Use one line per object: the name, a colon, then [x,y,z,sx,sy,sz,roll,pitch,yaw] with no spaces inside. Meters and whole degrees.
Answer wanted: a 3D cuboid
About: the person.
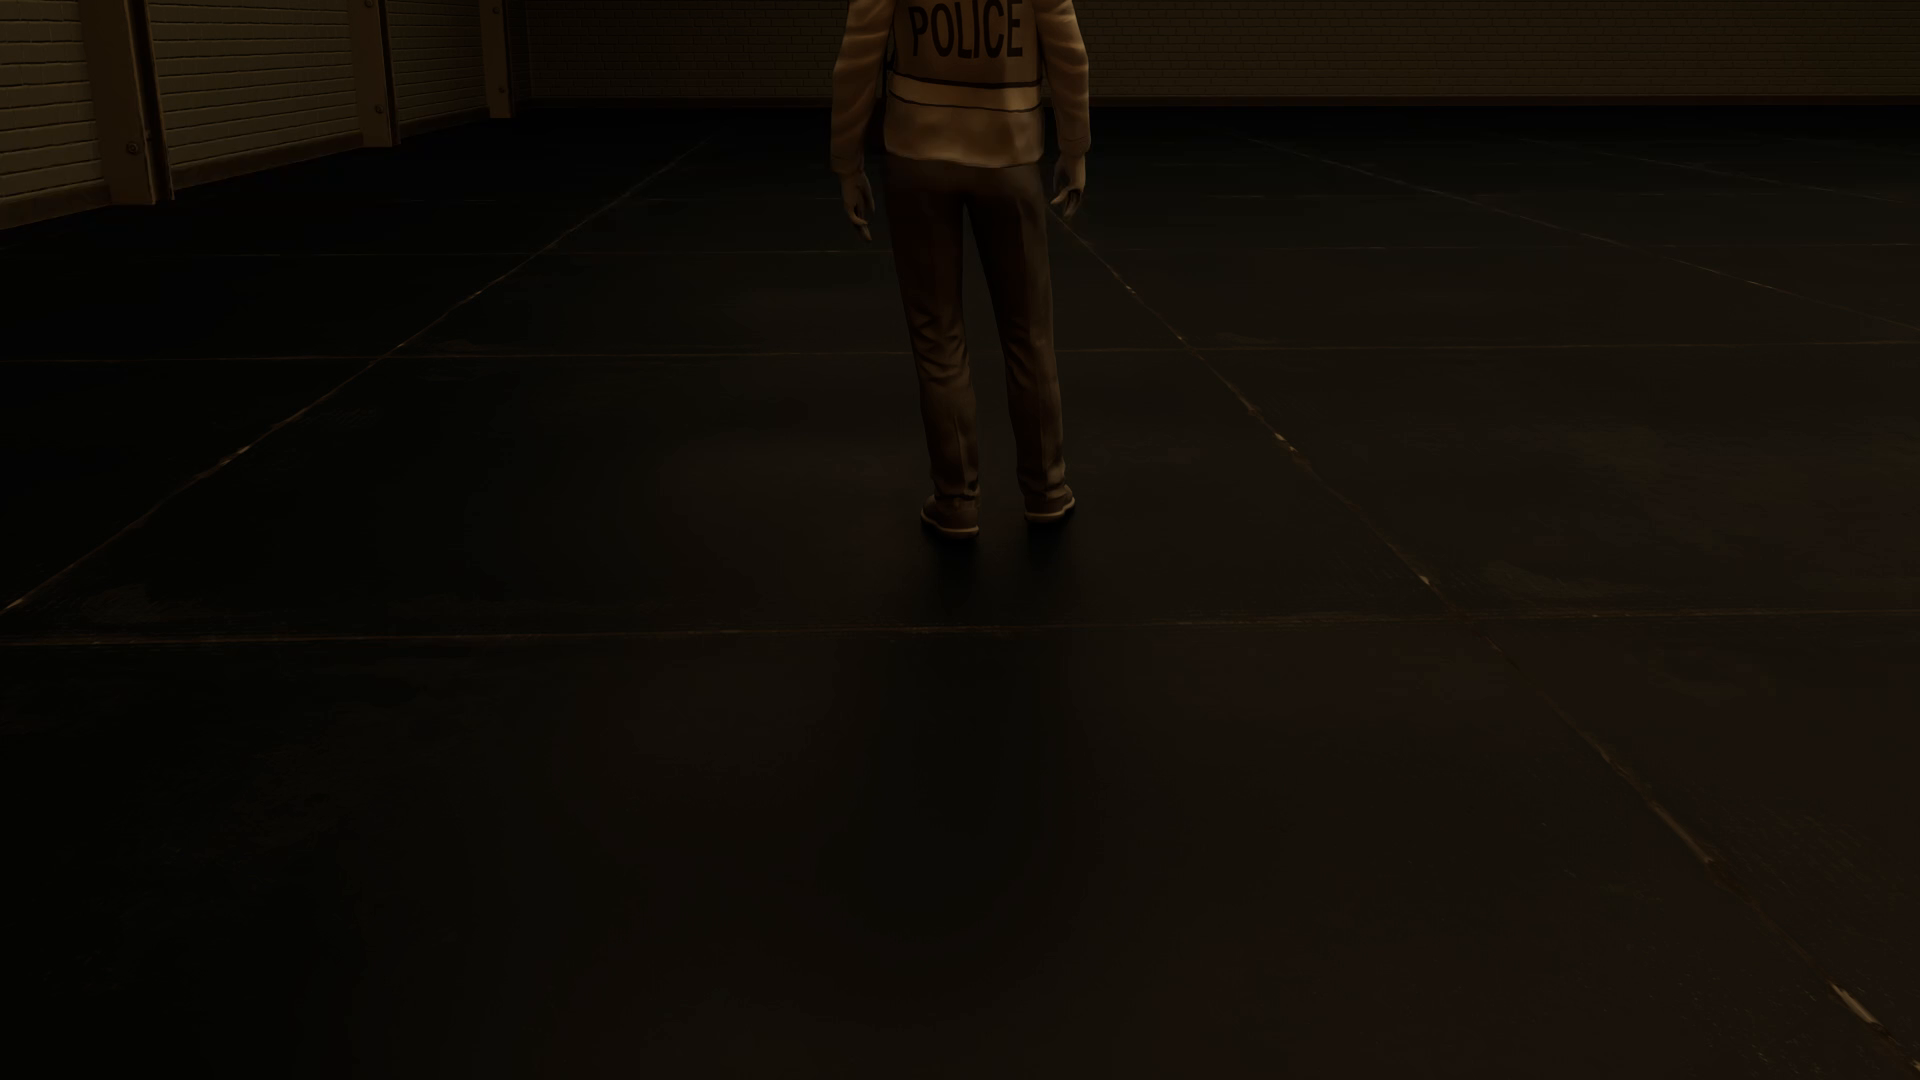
person: [0.004,-0.837,3.734,0.586,1.694,0.530,-1,17,-3]
